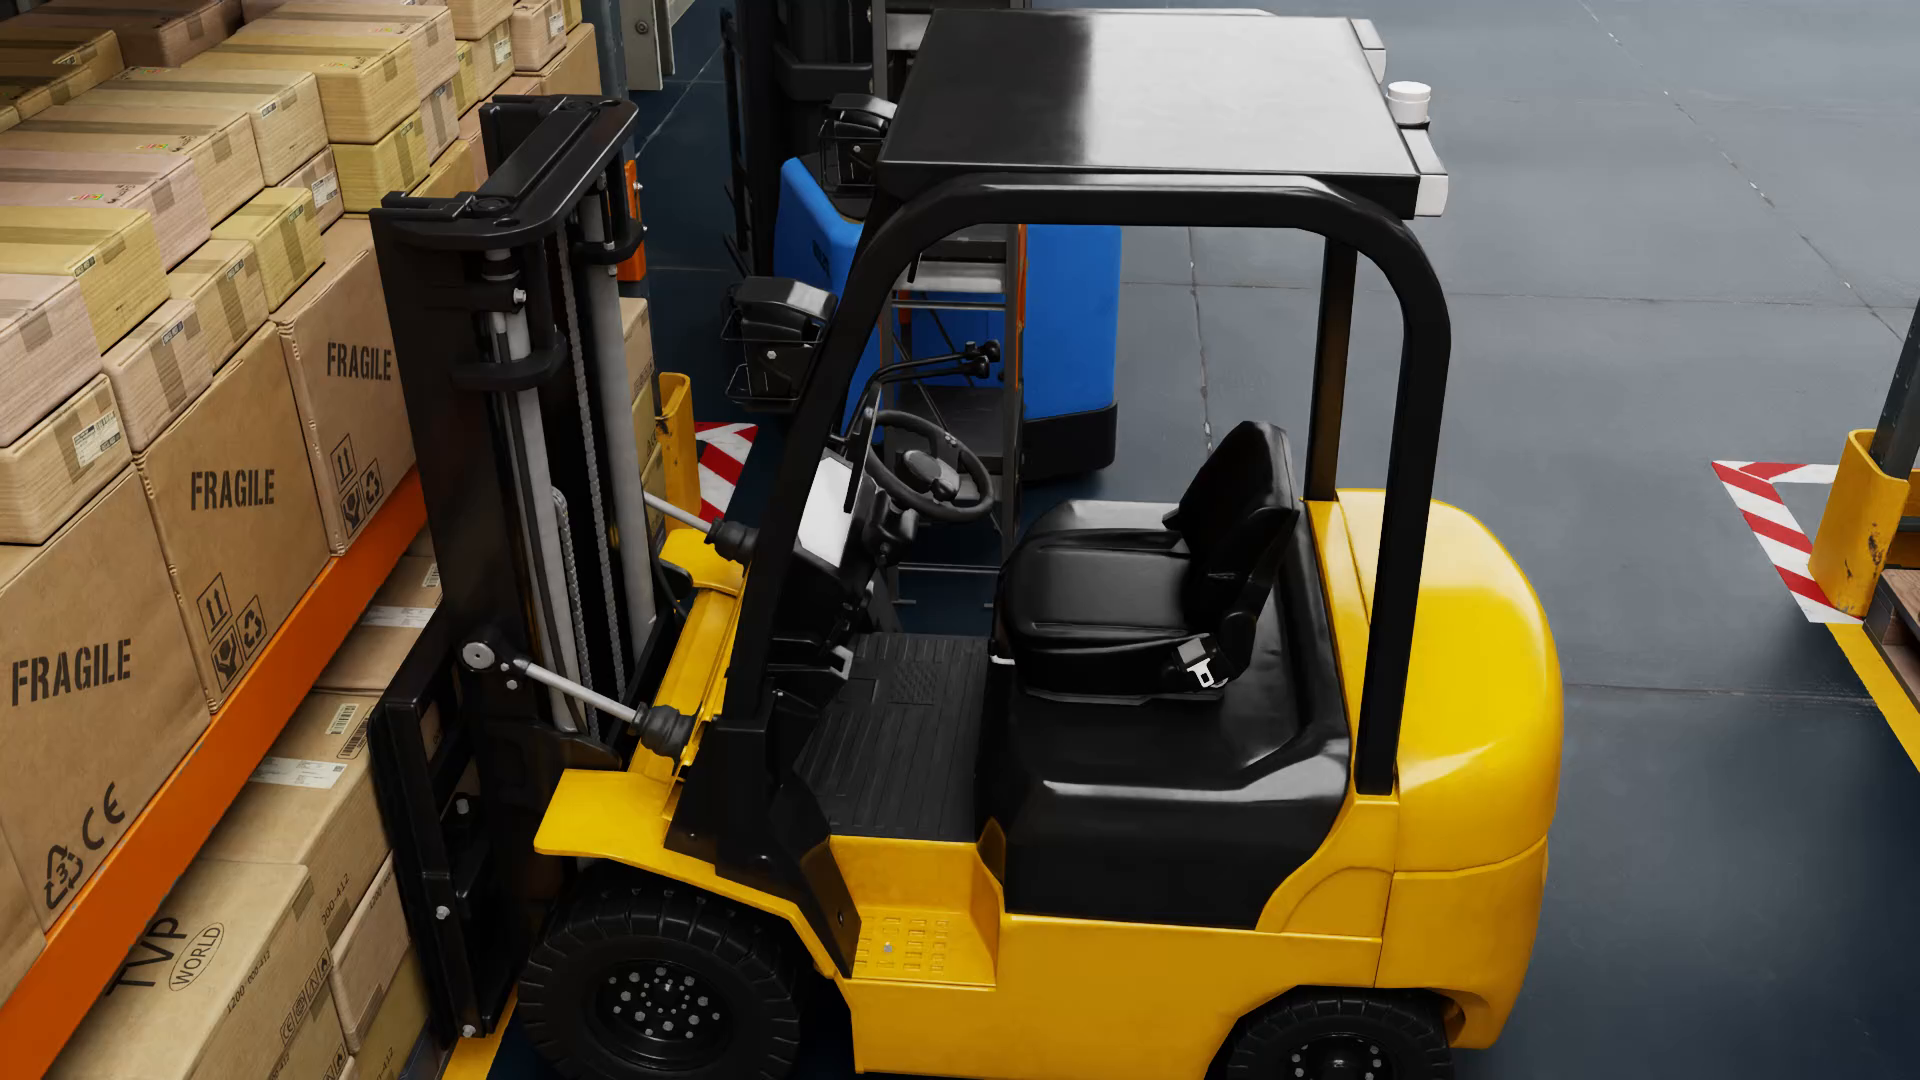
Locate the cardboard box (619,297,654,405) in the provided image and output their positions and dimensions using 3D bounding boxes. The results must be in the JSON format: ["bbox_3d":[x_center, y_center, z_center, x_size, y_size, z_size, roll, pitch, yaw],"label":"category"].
[{"bbox_3d":[-1.242,-0.527,5.013,0.500,0.250,0.500,3,32,6],"label":"cardboard box"}]

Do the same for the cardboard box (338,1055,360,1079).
[{"bbox_3d":[-1.446,1.232,3.113,0.500,0.250,0.500,2,32,3],"label":"cardboard box"}]

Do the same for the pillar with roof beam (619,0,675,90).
[{"bbox_3d":[2.309,-6.529,7.767,9.100,9.000,0.400,2,32,4],"label":"pillar with roof beam"}]

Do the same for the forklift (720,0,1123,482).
[{"bbox_3d":[-0.370,-2.128,6.409,1.130,2.935,3.031,-10,33,-15],"label":"forklift"}]

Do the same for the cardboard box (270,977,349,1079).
[{"bbox_3d":[-1.455,1.021,2.979,0.500,0.250,0.500,2,32,4],"label":"cardboard box"}]

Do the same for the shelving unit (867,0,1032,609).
[{"bbox_3d":[-0.013,-0.807,5.059,0.431,2.100,0.503,2,32,4],"label":"shelving unit"}]

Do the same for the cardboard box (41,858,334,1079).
[{"bbox_3d":[-1.438,0.804,2.853,0.500,0.250,0.500,3,32,4],"label":"cardboard box"}]

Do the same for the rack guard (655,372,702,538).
[{"bbox_3d":[-1.514,-0.295,5.753,1.175,0.500,0.348,2,32,4],"label":"rack guard"}]

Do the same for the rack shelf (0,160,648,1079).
[{"bbox_3d":[-1.679,0.005,3.568,1.077,0.370,4.000,2,32,4],"label":"rack shelf"}]

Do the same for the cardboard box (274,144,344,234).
[{"bbox_3d":[-1.455,-0.674,3.271,0.380,0.149,0.250,2,32,4],"label":"cardboard box"}]

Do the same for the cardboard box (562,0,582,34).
[{"bbox_3d":[-1.265,-1.472,4.566,0.380,0.149,0.250,3,32,5],"label":"cardboard box"}]

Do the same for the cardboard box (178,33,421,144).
[{"bbox_3d":[-1.339,-0.924,3.393,0.380,0.149,0.250,3,32,5],"label":"cardboard box"}]

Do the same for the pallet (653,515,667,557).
[{"bbox_3d":[-1.536,0.242,5.156,1.003,0.211,1.213,2,32,4],"label":"pallet"}]

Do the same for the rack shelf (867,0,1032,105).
[{"bbox_3d":[-0.014,-1.392,4.699,0.431,0.518,0.480,2,32,4],"label":"rack shelf"}]

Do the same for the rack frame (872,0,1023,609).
[{"bbox_3d":[-0.033,-0.680,4.852,0.400,2.100,0.015,2,32,4],"label":"rack frame"}]

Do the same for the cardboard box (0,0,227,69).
[{"bbox_3d":[-1.850,-1.084,3.653,0.380,0.149,0.250,3,32,6],"label":"cardboard box"}]

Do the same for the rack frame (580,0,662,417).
[{"bbox_3d":[-1.516,-1.347,5.076,1.000,3.000,0.127,2,32,4],"label":"rack frame"}]

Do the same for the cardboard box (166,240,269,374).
[{"bbox_3d":[-1.420,-0.397,2.822,0.380,0.149,0.250,1,32,2],"label":"cardboard box"}]

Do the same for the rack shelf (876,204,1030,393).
[{"bbox_3d":[-0.013,-0.796,5.066,0.431,0.518,0.480,2,32,4],"label":"rack shelf"}]

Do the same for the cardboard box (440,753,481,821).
[{"bbox_3d":[-1.361,0.494,3.833,0.500,0.250,0.500,2,32,4],"label":"cardboard box"}]

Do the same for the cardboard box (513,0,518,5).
[{"bbox_3d":[-1.324,-1.466,4.272,0.380,0.149,0.250,3,32,4],"label":"cardboard box"}]

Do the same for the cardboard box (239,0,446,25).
[{"bbox_3d":[-1.413,-1.201,3.842,0.380,0.149,0.250,3,32,4],"label":"cardboard box"}]

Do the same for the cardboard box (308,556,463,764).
[{"bbox_3d":[-1.358,0.270,3.721,0.500,0.250,0.500,2,32,3],"label":"cardboard box"}]

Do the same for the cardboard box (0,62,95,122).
[{"bbox_3d":[-1.910,-0.818,3.221,0.380,0.149,0.250,3,32,4],"label":"cardboard box"}]

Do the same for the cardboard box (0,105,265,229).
[{"bbox_3d":[-1.491,-0.663,2.969,0.380,0.149,0.250,3,32,4],"label":"cardboard box"}]

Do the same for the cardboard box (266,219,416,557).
[{"bbox_3d":[-1.417,-0.319,3.313,0.500,0.500,0.500,3,32,4],"label":"cardboard box"}]

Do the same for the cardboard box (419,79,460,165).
[{"bbox_3d":[-1.344,-0.934,3.692,0.380,0.149,0.250,1,32,2],"label":"cardboard box"}]

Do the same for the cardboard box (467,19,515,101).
[{"bbox_3d":[-1.338,-1.204,4.131,0.380,0.149,0.250,3,32,5],"label":"cardboard box"}]

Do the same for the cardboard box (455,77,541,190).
[{"bbox_3d":[-1.346,-0.850,4.175,0.500,0.500,0.500,3,32,6],"label":"cardboard box"}]

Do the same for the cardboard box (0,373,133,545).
[{"bbox_3d":[-1.446,-0.128,2.385,0.380,0.149,0.250,3,32,5],"label":"cardboard box"}]

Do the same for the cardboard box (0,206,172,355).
[{"bbox_3d":[-1.459,-0.396,2.536,0.380,0.149,0.250,2,32,3],"label":"cardboard box"}]

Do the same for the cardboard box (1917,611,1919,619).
[{"bbox_3d":[3.090,0.265,4.681,0.500,0.250,0.500,2,32,4],"label":"cardboard box"}]

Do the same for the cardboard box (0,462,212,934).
[{"bbox_3d":[-1.519,0.208,2.458,0.500,0.500,0.500,3,32,5],"label":"cardboard box"}]

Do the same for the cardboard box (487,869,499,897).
[{"bbox_3d":[-1.359,0.698,3.980,0.500,0.250,0.500,3,32,6],"label":"cardboard box"}]
